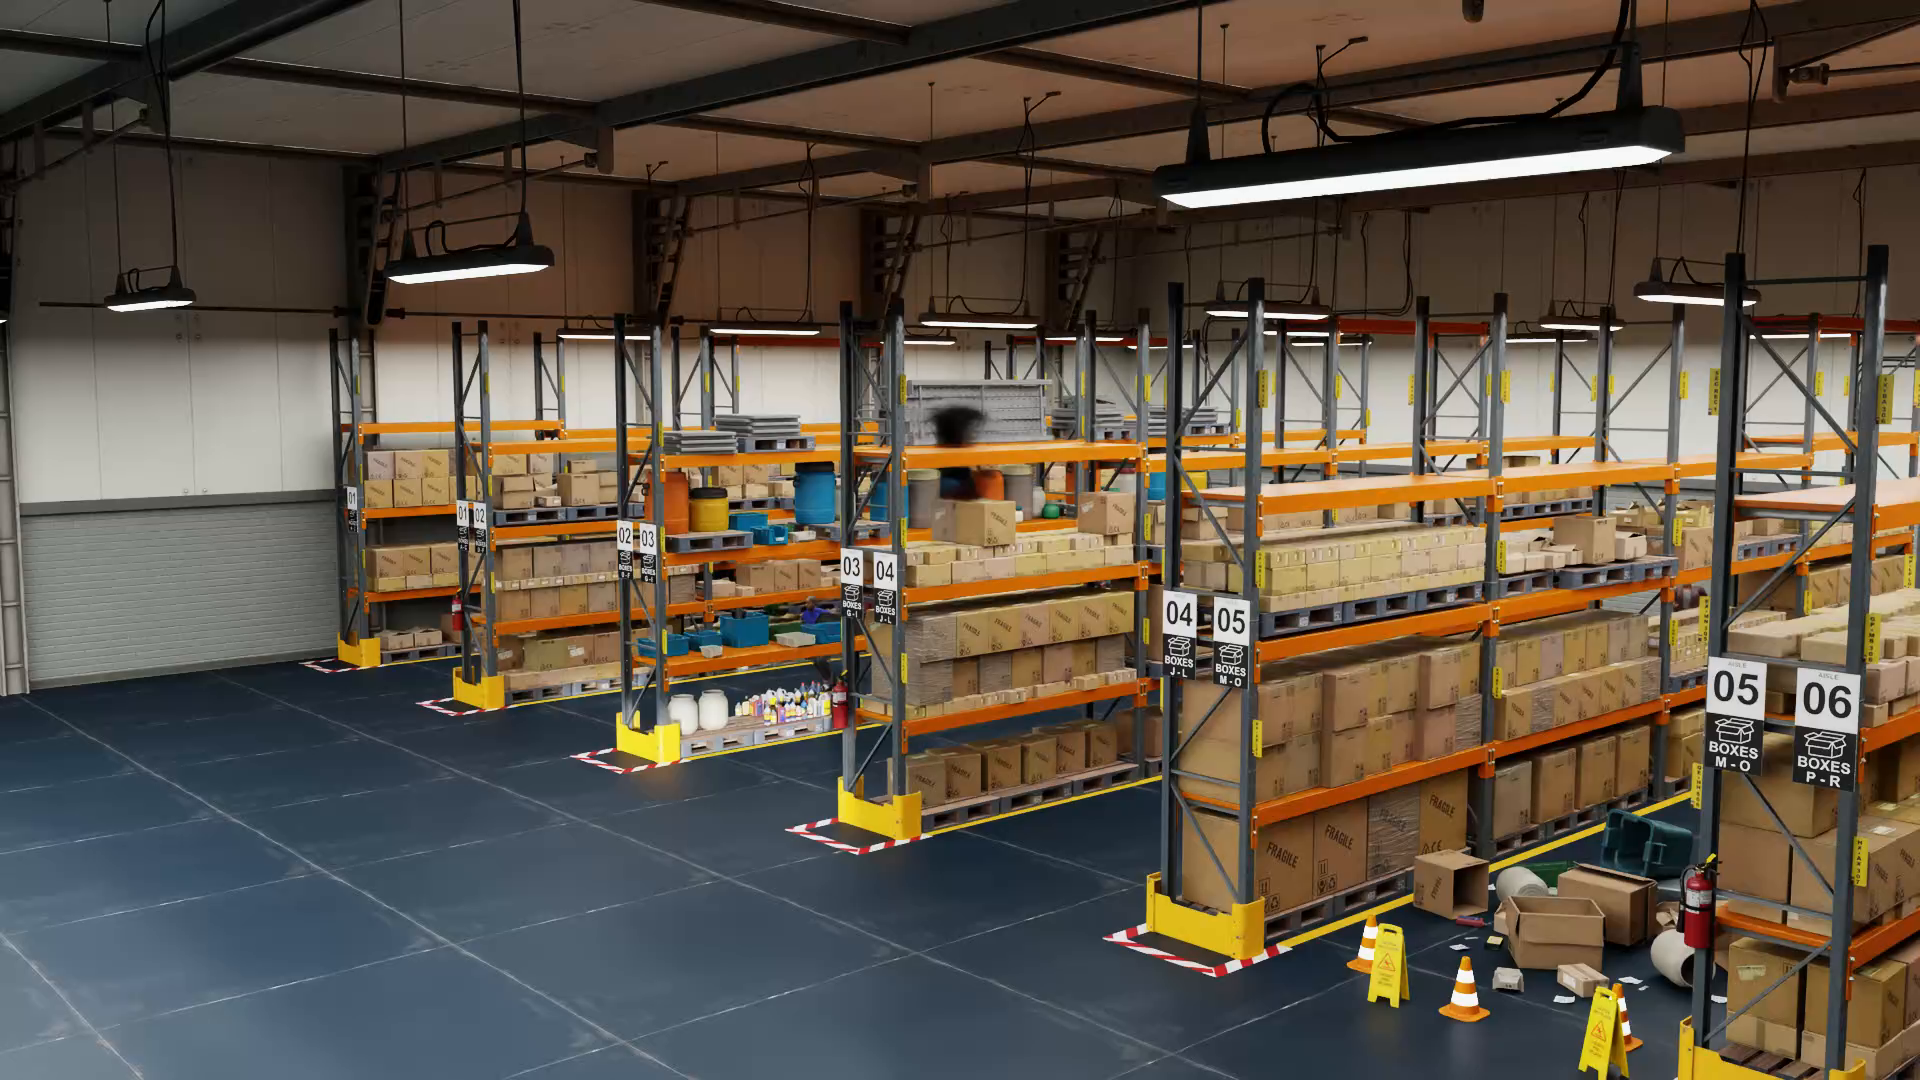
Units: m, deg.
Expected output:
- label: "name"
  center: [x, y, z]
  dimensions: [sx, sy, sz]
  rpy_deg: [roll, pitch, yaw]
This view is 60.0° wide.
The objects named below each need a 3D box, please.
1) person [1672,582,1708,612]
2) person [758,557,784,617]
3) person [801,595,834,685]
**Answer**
- label: "person"
  center: [12.517, 1.462, 28.729]
  dimensions: [0.677, 1.854, 0.835]
  rpy_deg: [3, 7, 31]
- label: "person"
  center: [-3.856, 1.002, 33.766]
  dimensions: [0.684, 1.671, 0.765]
  rpy_deg: [3, 6, 27]
- label: "person"
  center: [-2.352, 1.674, 27.557]
  dimensions: [0.583, 1.547, 0.825]
  rpy_deg: [3, 6, 29]
